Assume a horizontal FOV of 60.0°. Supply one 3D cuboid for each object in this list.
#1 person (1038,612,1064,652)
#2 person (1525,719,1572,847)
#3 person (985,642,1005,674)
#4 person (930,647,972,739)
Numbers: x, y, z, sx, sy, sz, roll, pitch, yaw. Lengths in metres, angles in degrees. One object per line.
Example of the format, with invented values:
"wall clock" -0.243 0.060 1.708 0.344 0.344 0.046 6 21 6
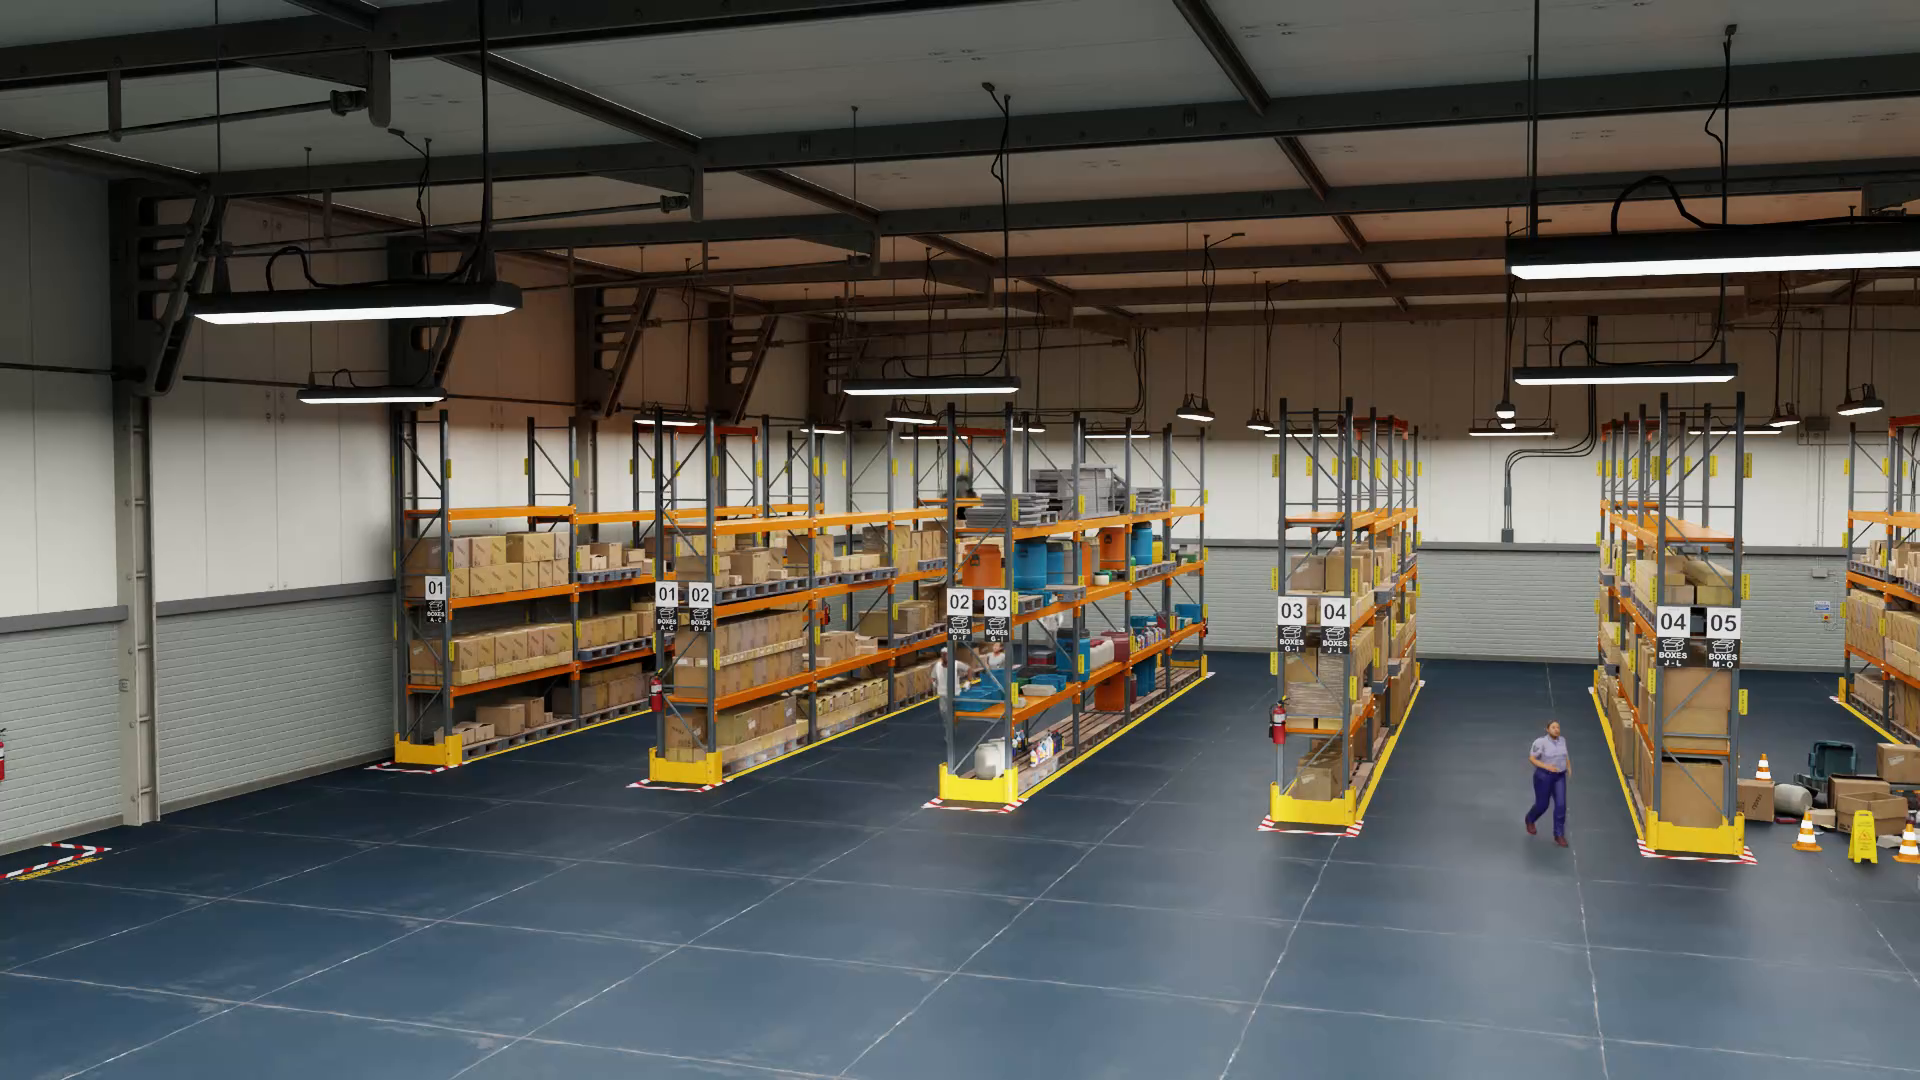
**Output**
"person" 2.219 2.201 40.730 0.656 1.648 0.622 0 2 -2
"person" 7.925 3.242 22.348 0.628 1.651 0.816 0 2 -10
"person" 0.717 2.770 32.646 0.560 1.627 0.662 1 3 15
"person" -0.196 2.807 30.209 0.700 1.733 0.848 1 3 21
